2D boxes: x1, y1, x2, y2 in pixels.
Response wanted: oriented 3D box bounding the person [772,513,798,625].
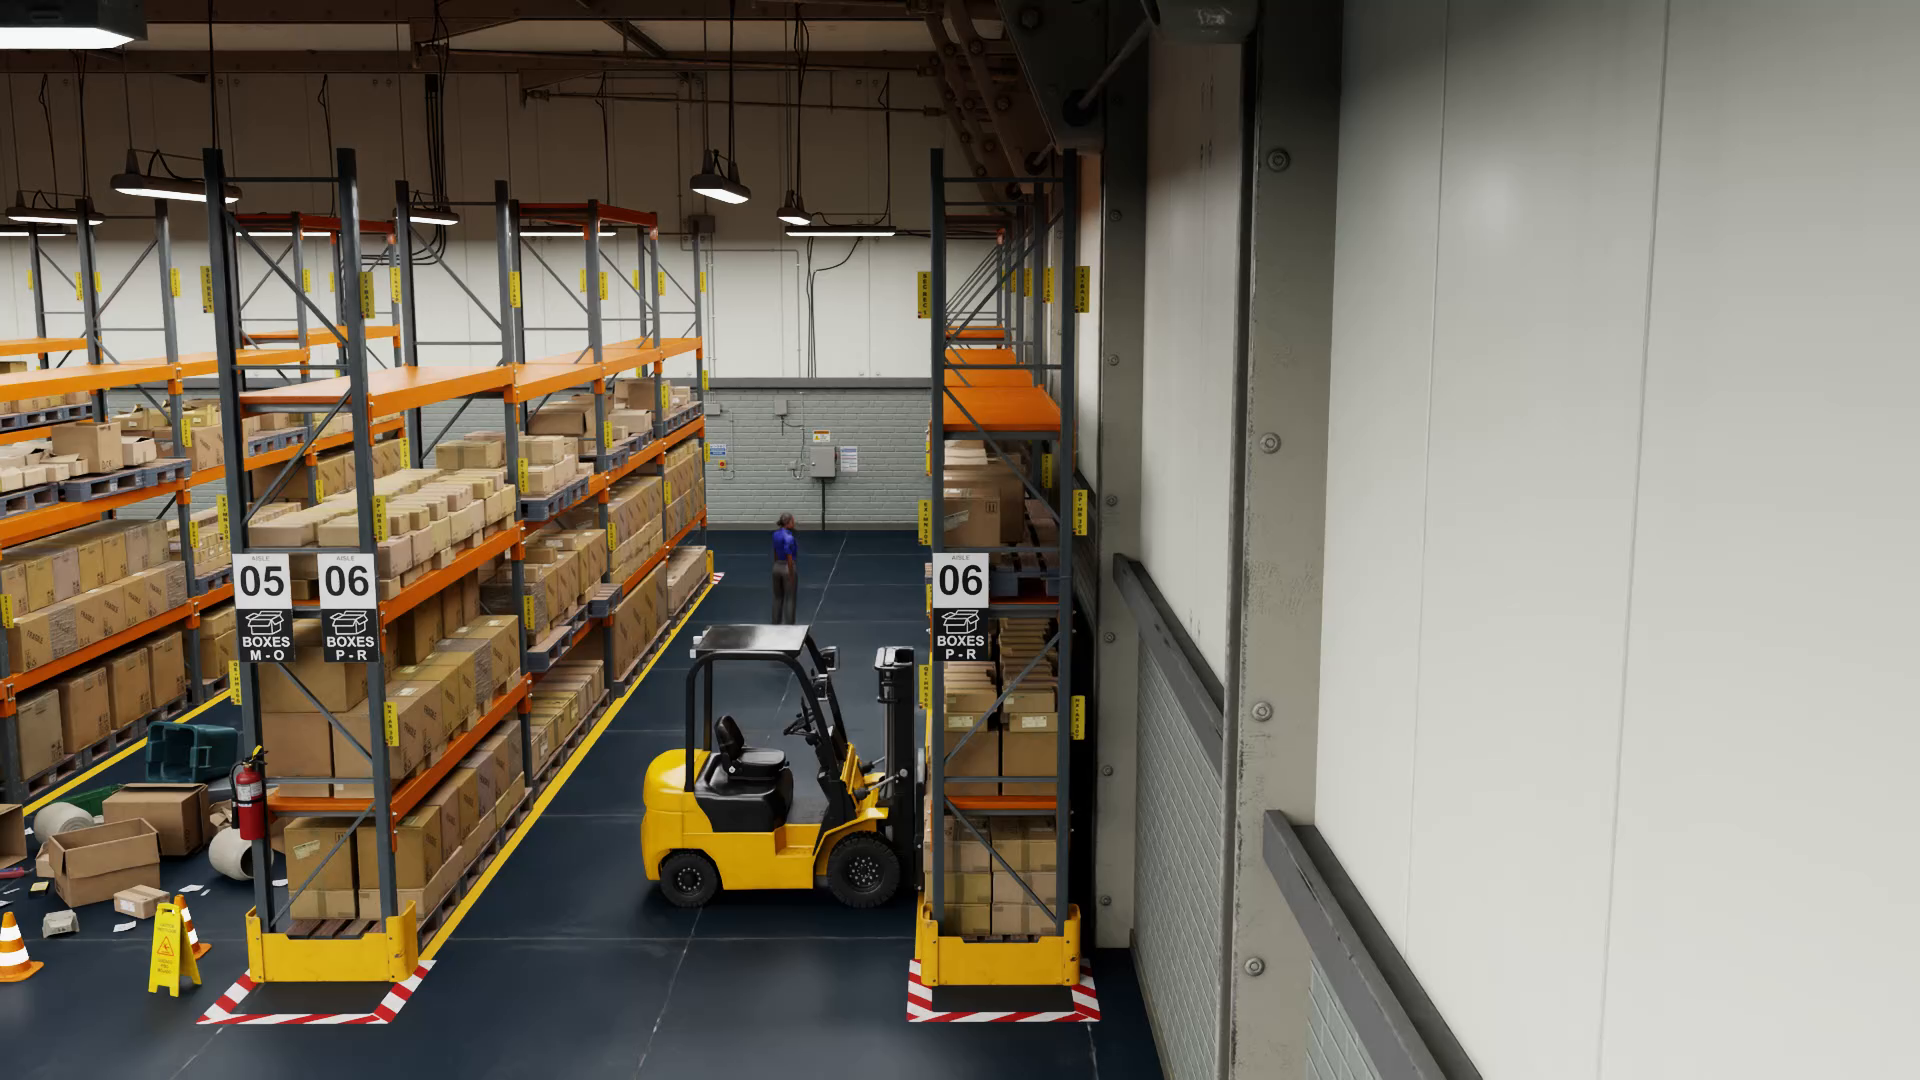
[{"bbox_3d":[-2.369,0.457,22.528,0.440,1.669,0.317,7,11,36],"label":"person"}]
